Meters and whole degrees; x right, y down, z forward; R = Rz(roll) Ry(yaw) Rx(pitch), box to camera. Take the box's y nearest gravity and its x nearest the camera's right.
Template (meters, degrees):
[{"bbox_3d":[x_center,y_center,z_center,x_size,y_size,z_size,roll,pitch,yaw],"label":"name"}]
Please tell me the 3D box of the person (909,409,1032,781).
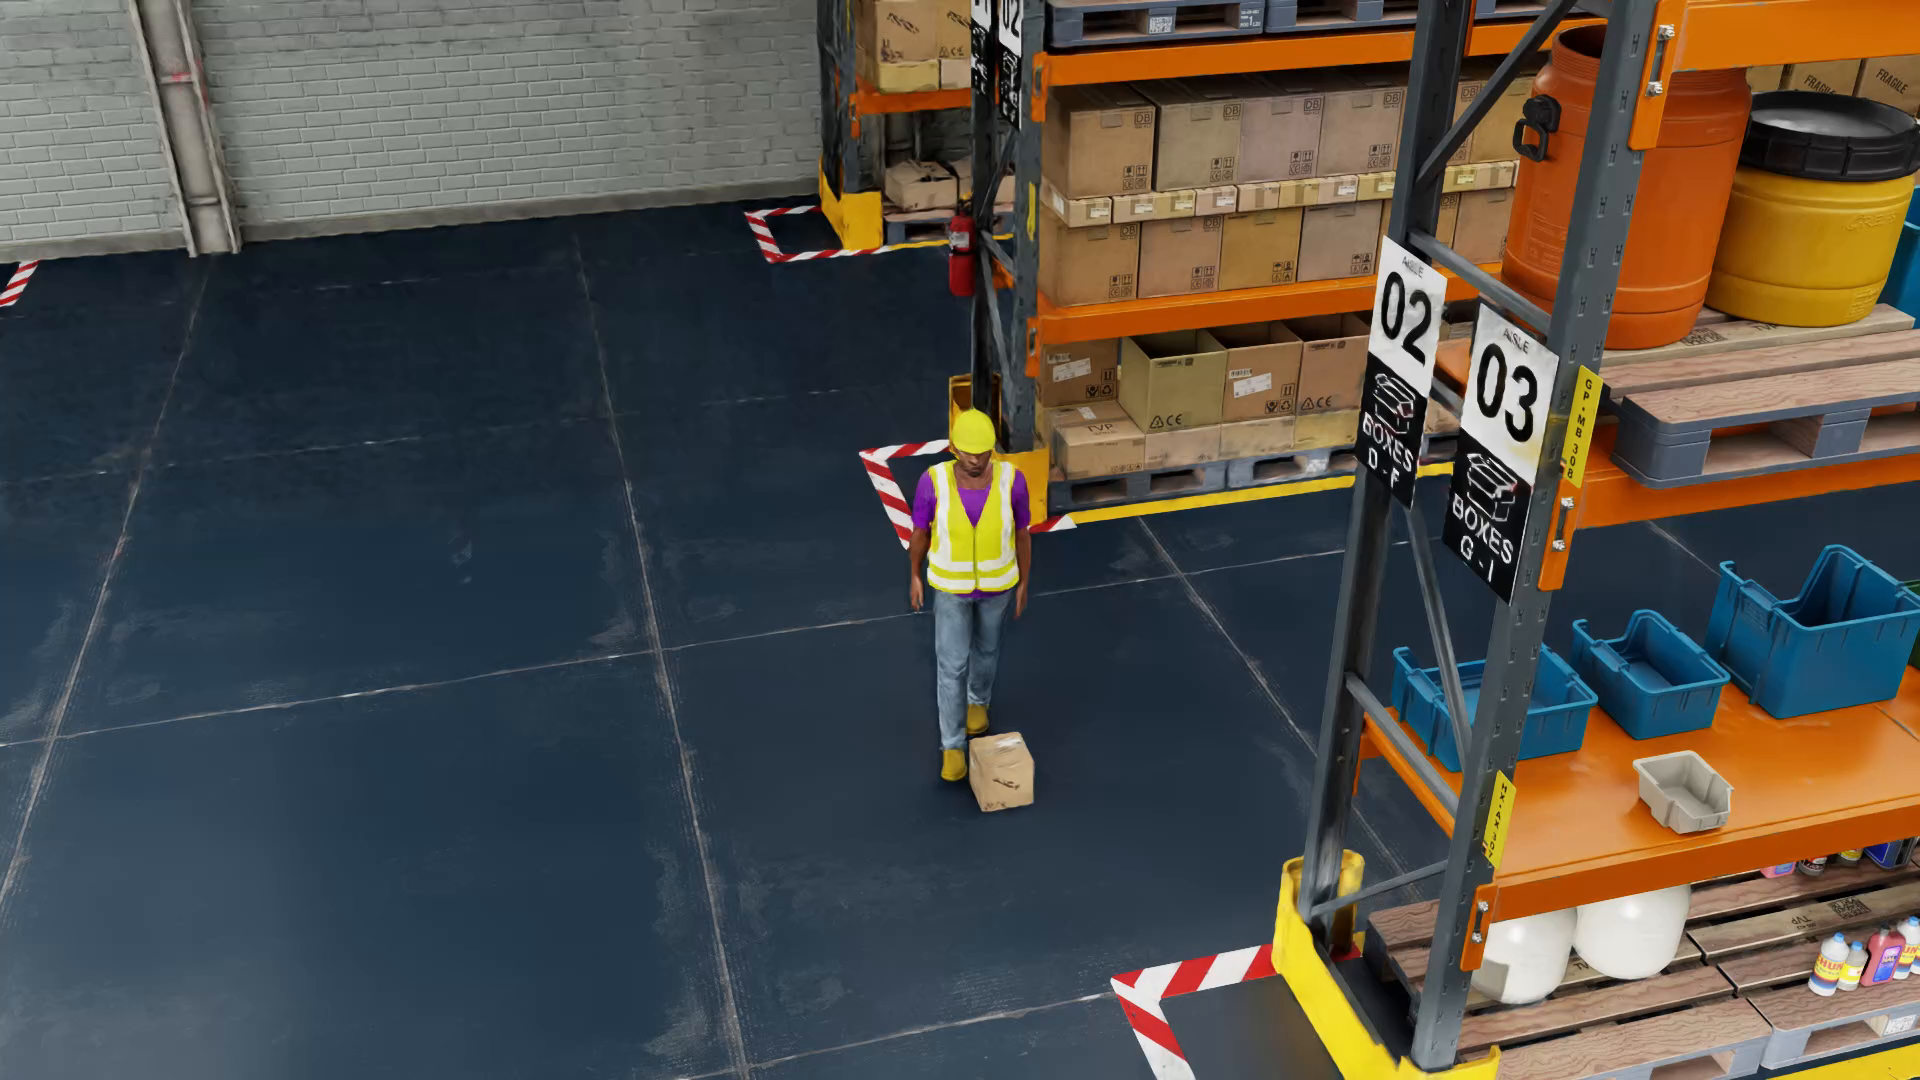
[{"bbox_3d":[0.067,0.257,7.769,0.577,1.753,0.729,-4,30,-6],"label":"person"}]
